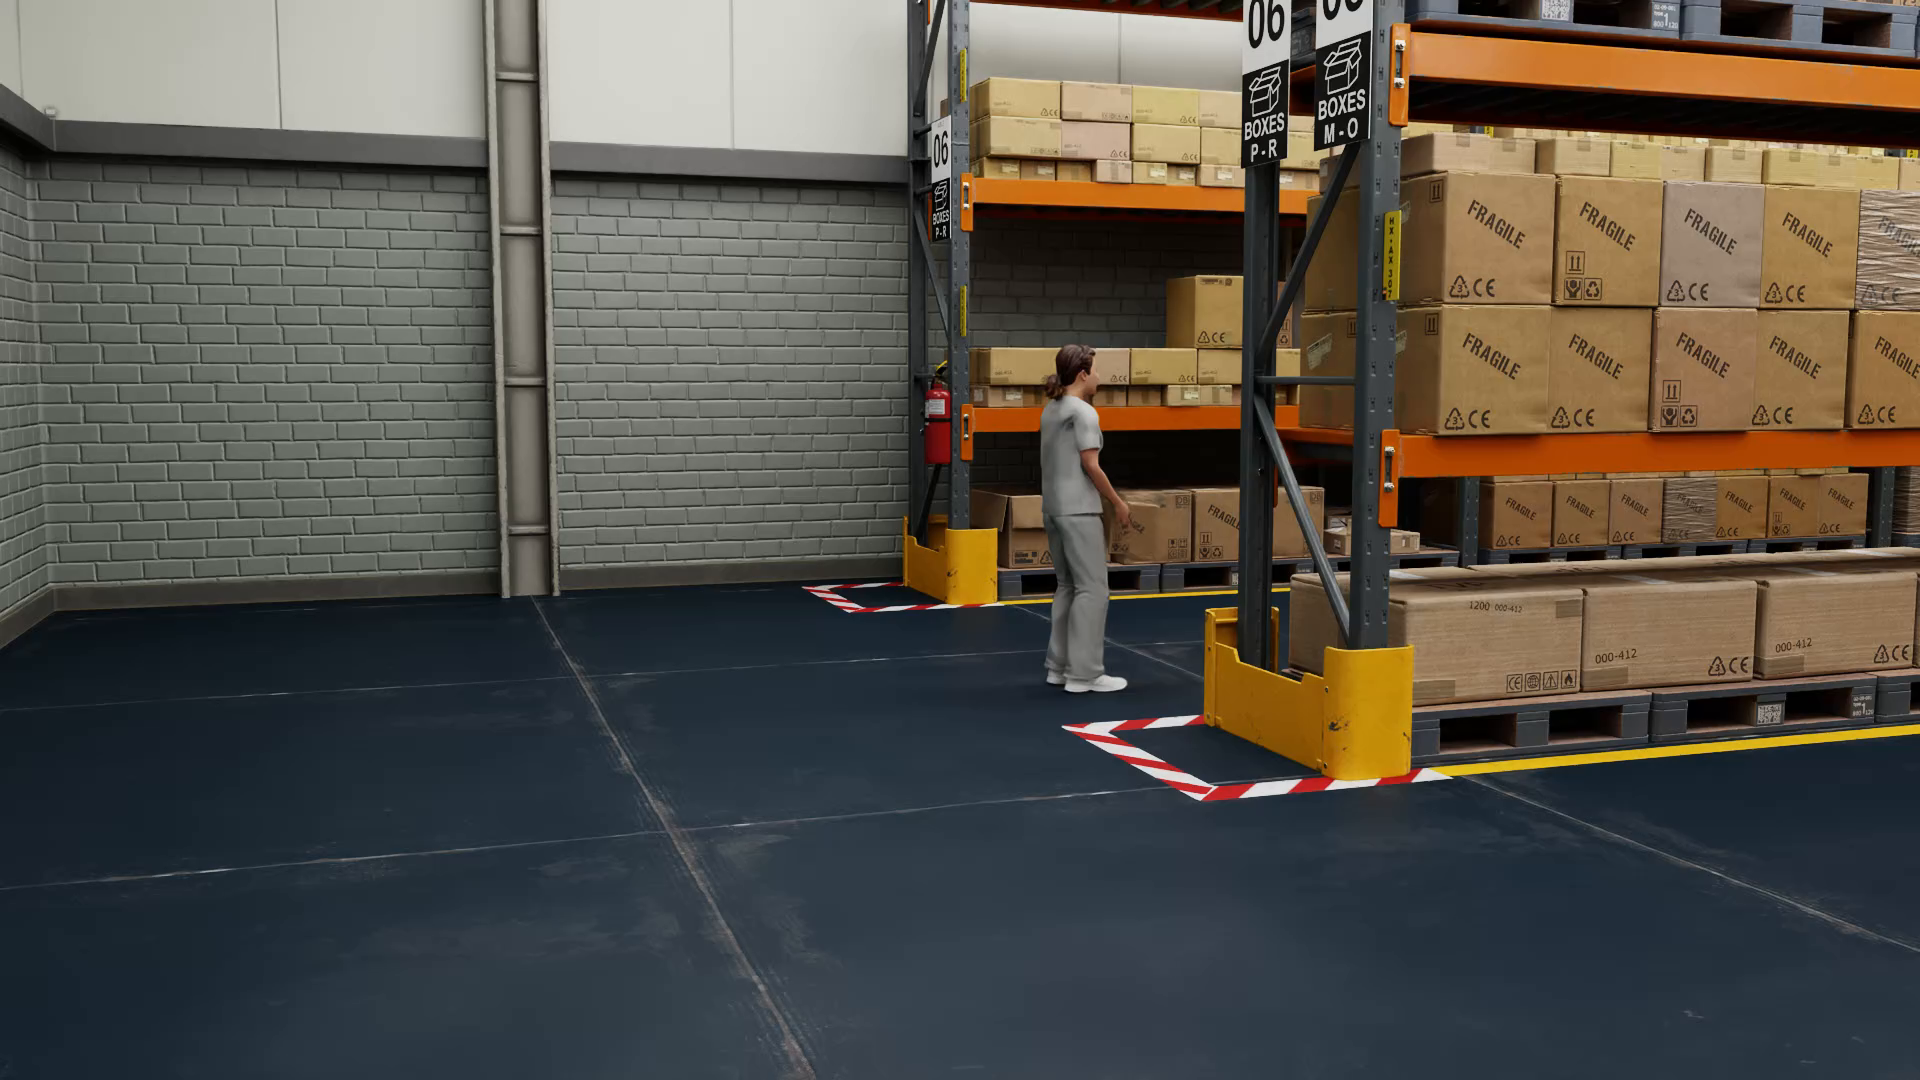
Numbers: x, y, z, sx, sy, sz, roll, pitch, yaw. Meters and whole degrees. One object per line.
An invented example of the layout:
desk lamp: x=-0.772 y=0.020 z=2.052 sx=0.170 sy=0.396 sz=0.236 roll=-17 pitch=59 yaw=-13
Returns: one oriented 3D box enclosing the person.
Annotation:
person: x=0.592 y=-0.114 z=8.124 sx=0.412 sy=1.676 sz=0.466 roll=-2 pitch=6 yaw=-20
